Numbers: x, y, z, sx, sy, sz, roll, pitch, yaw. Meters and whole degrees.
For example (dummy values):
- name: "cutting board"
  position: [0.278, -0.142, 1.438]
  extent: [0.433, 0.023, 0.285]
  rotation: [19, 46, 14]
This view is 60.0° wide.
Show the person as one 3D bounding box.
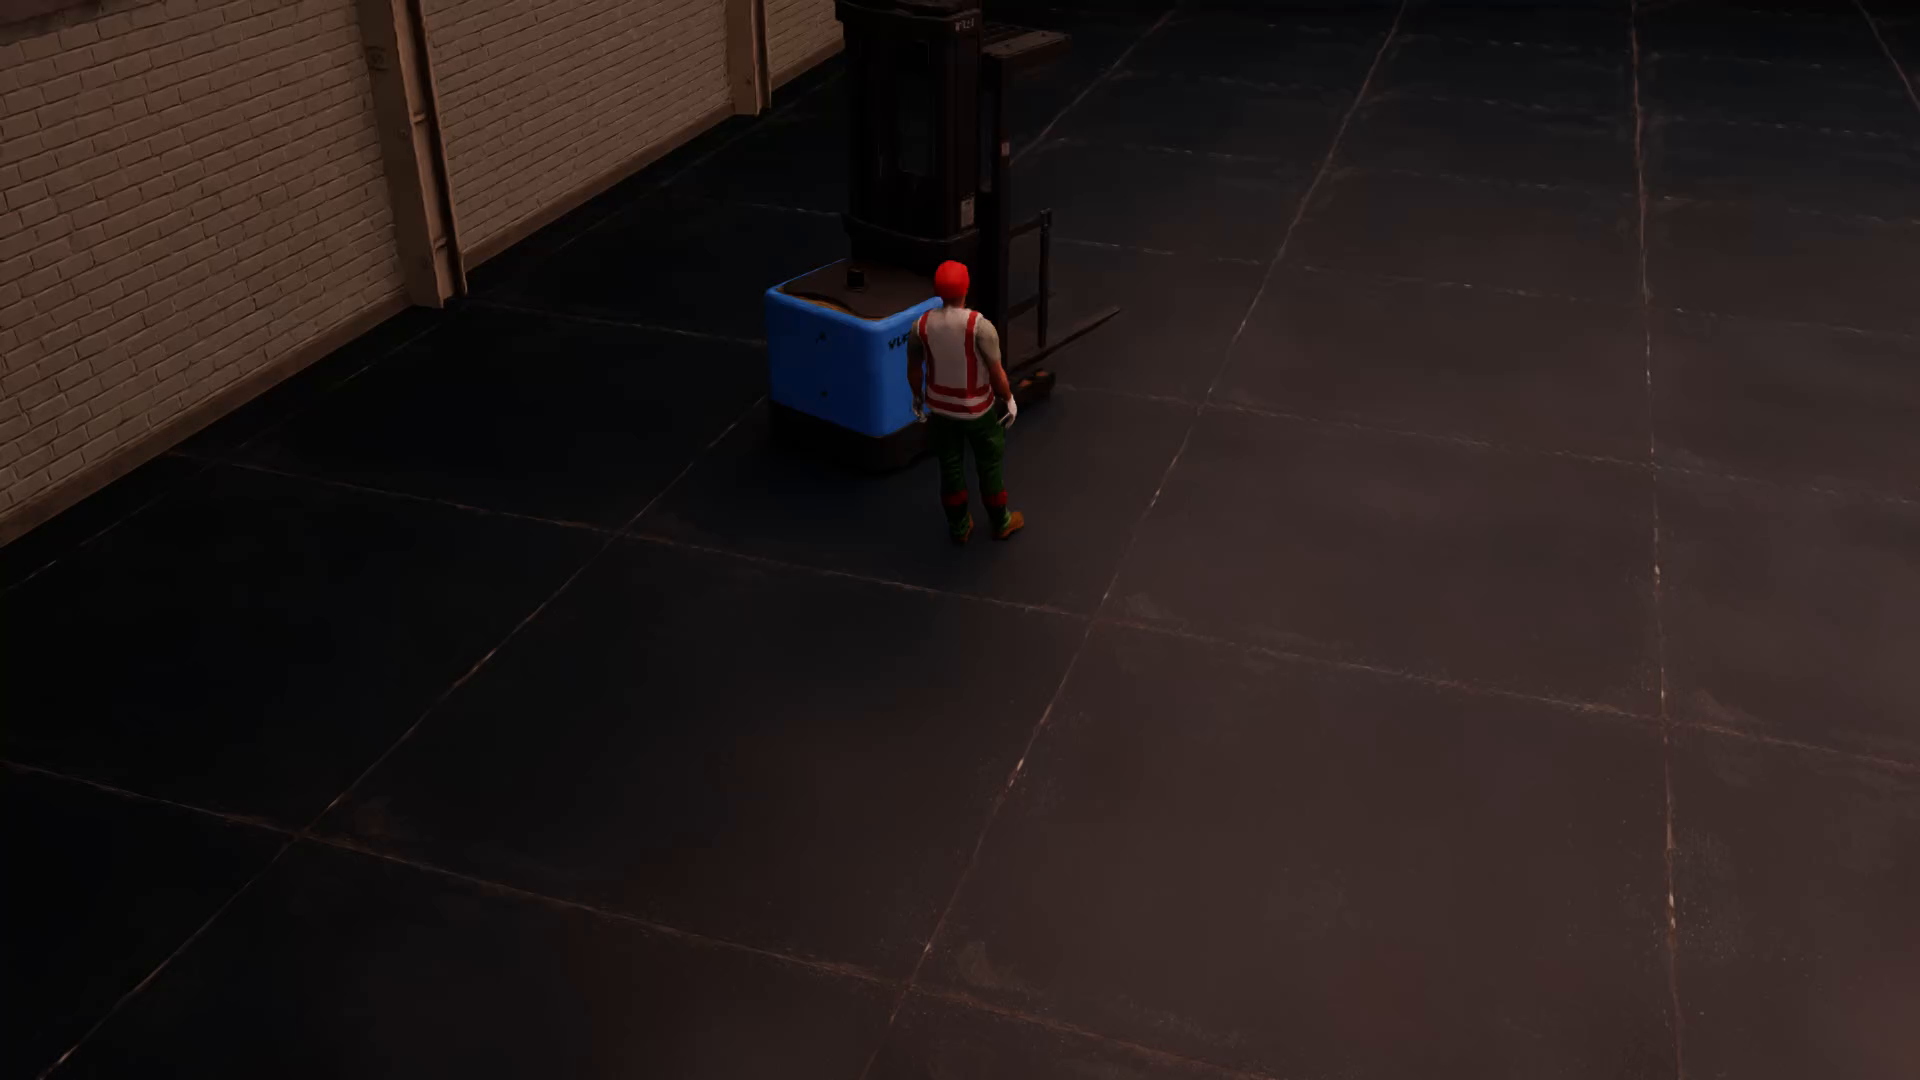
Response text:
- name: "person"
  position: [0.036, -0.819, 9.712]
  extent: [0.637, 1.787, 0.563]
  rotation: [10, 31, 16]

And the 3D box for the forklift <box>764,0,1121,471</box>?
- name: "forklift"
  position: [0.029, -2.382, 11.315]
  extent: [1.130, 2.935, 3.031]
  rotation: [22, 36, 33]
